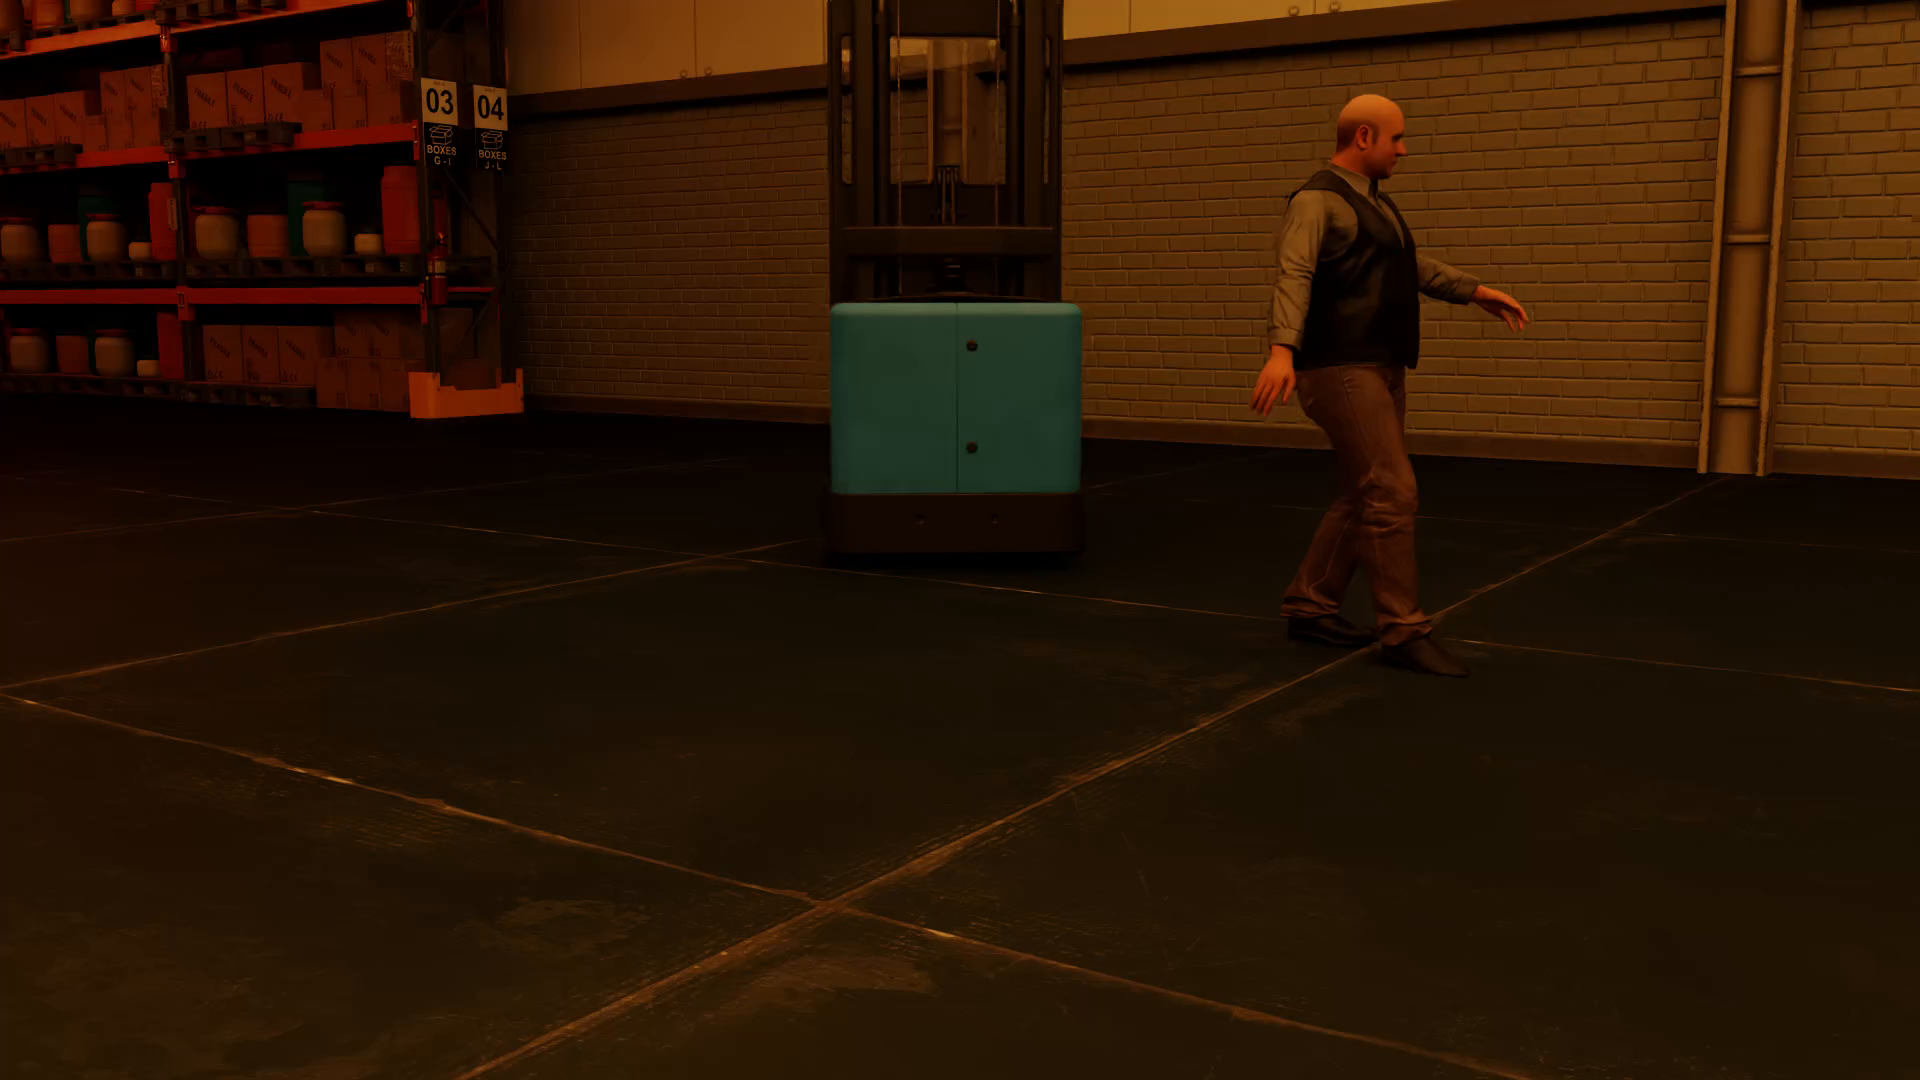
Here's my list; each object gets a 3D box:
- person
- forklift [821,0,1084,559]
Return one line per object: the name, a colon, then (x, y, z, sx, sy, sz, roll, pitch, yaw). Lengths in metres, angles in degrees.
person: (1.269, -0.471, 5.008, 0.700, 1.715, 0.974, 6, 10, 35)
forklift: (-0.081, -1.541, 8.032, 1.130, 2.935, 3.031, 0, 8, -3)
